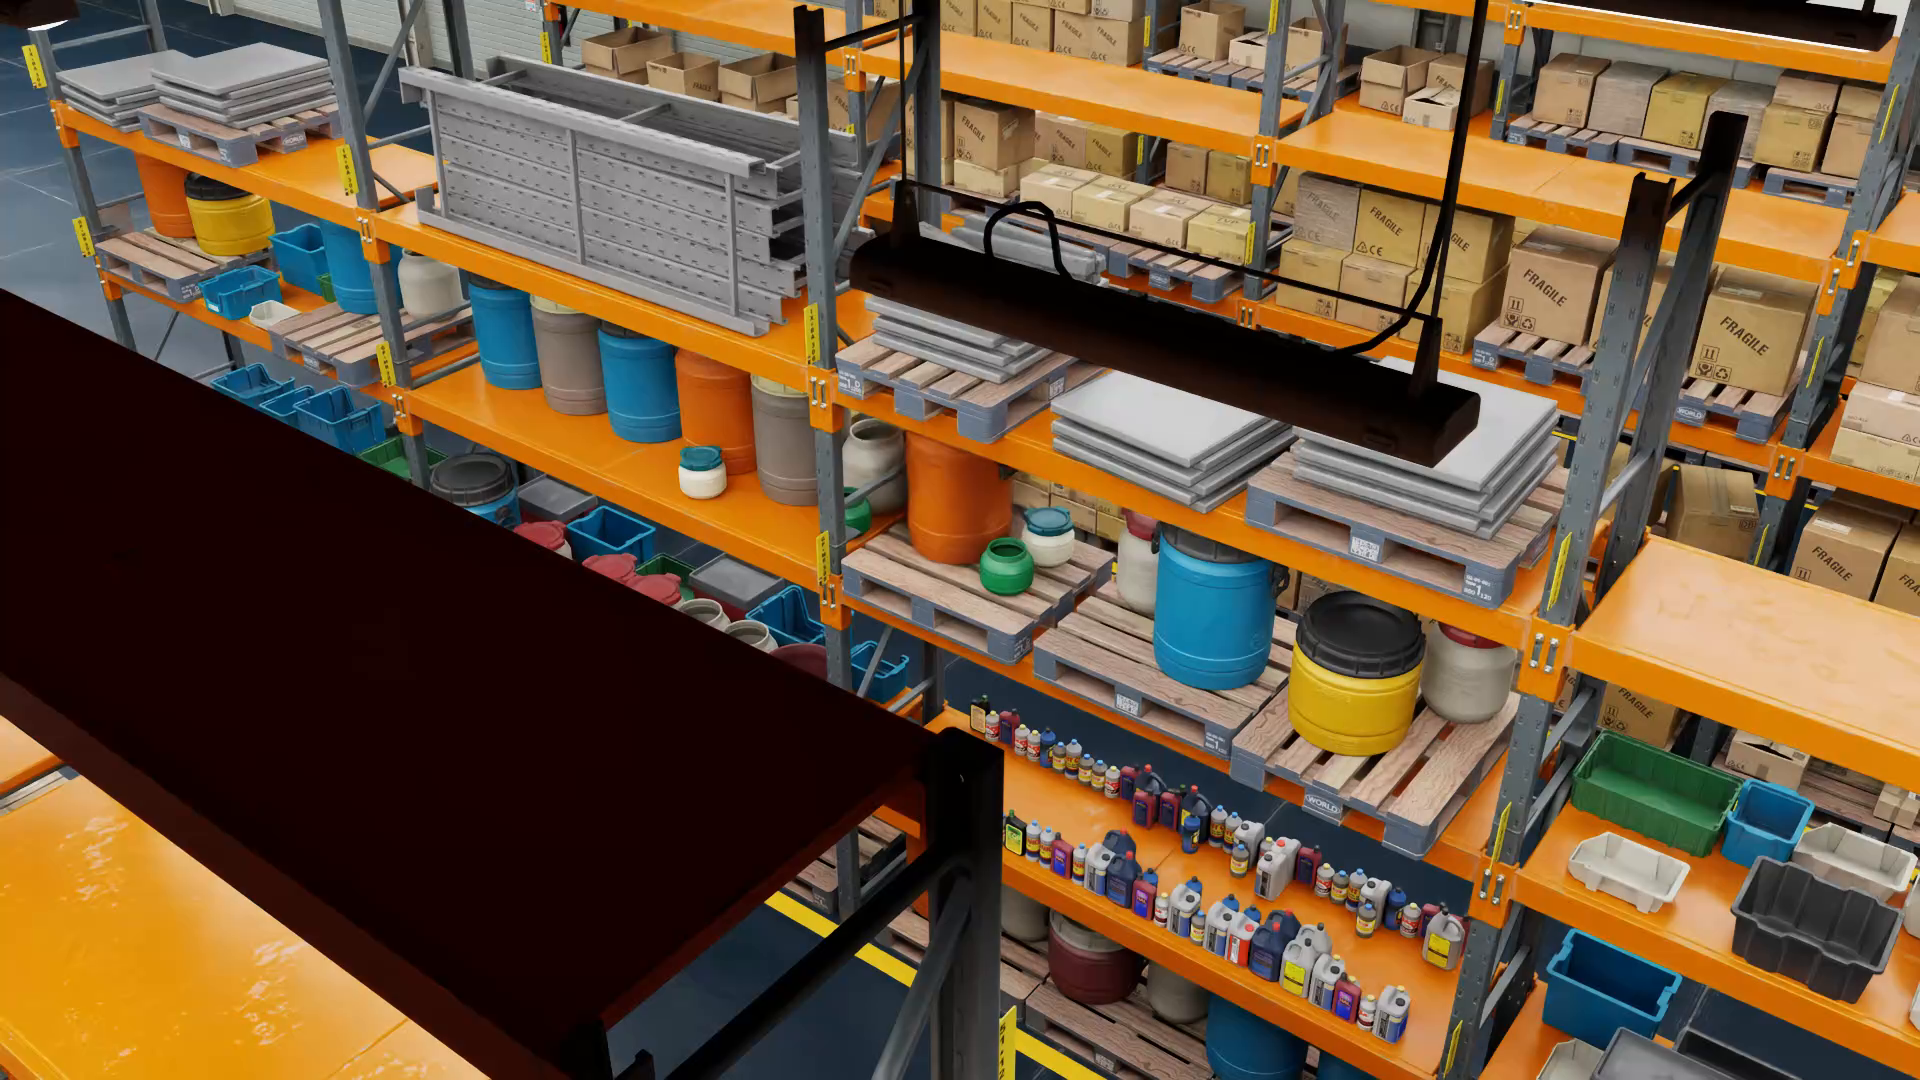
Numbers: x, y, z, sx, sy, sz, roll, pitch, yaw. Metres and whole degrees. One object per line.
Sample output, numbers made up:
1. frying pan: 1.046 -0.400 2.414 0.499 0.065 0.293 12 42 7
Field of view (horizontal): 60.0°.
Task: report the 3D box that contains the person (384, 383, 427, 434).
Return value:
1. person: -5.493 -1.759 16.706 0.886 1.509 0.577 -14 34 -22
